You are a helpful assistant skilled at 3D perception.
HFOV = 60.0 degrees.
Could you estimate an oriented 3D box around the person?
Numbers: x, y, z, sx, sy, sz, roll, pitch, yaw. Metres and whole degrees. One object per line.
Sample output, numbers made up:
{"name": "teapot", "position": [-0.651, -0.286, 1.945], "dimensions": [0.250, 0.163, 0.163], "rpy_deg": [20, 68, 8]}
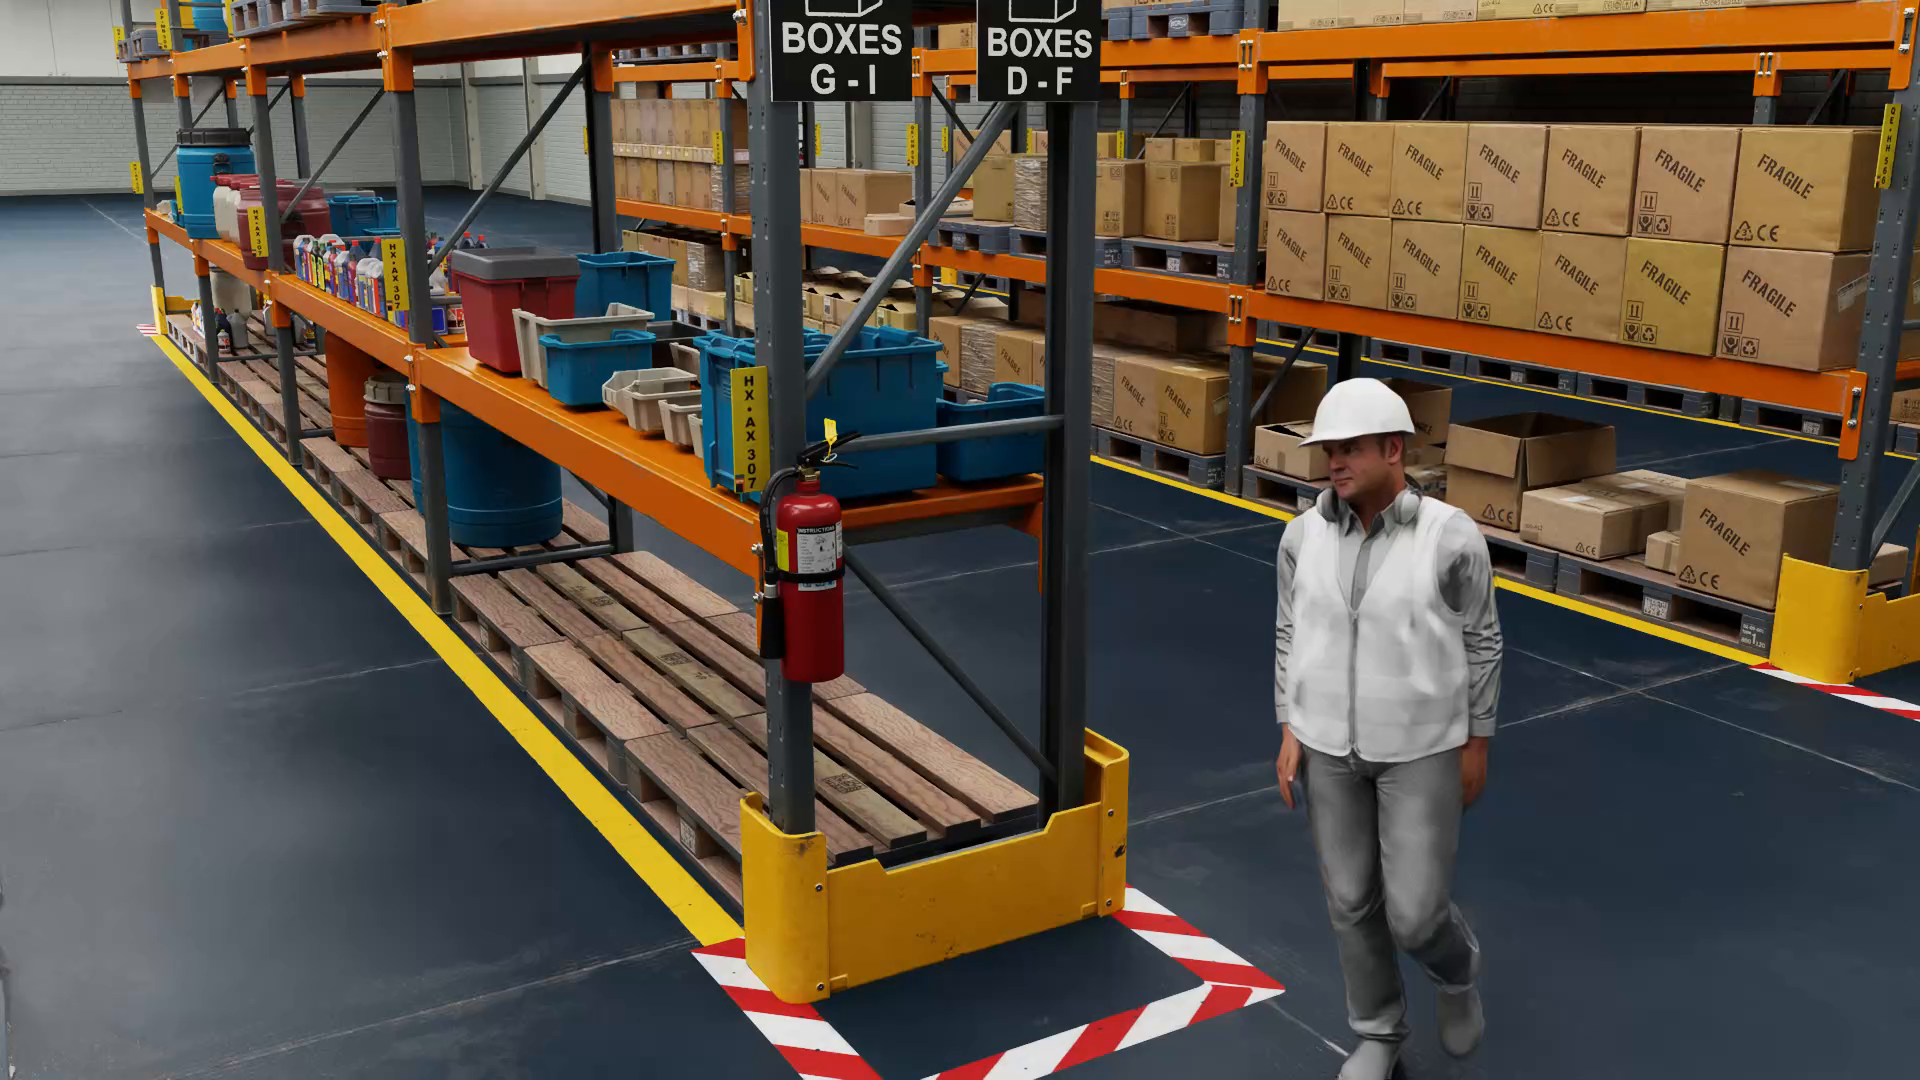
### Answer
{"name": "person", "position": [1.022, 0.485, 4.072], "dimensions": [0.572, 1.750, 0.492], "rpy_deg": [9, 17, 31]}
